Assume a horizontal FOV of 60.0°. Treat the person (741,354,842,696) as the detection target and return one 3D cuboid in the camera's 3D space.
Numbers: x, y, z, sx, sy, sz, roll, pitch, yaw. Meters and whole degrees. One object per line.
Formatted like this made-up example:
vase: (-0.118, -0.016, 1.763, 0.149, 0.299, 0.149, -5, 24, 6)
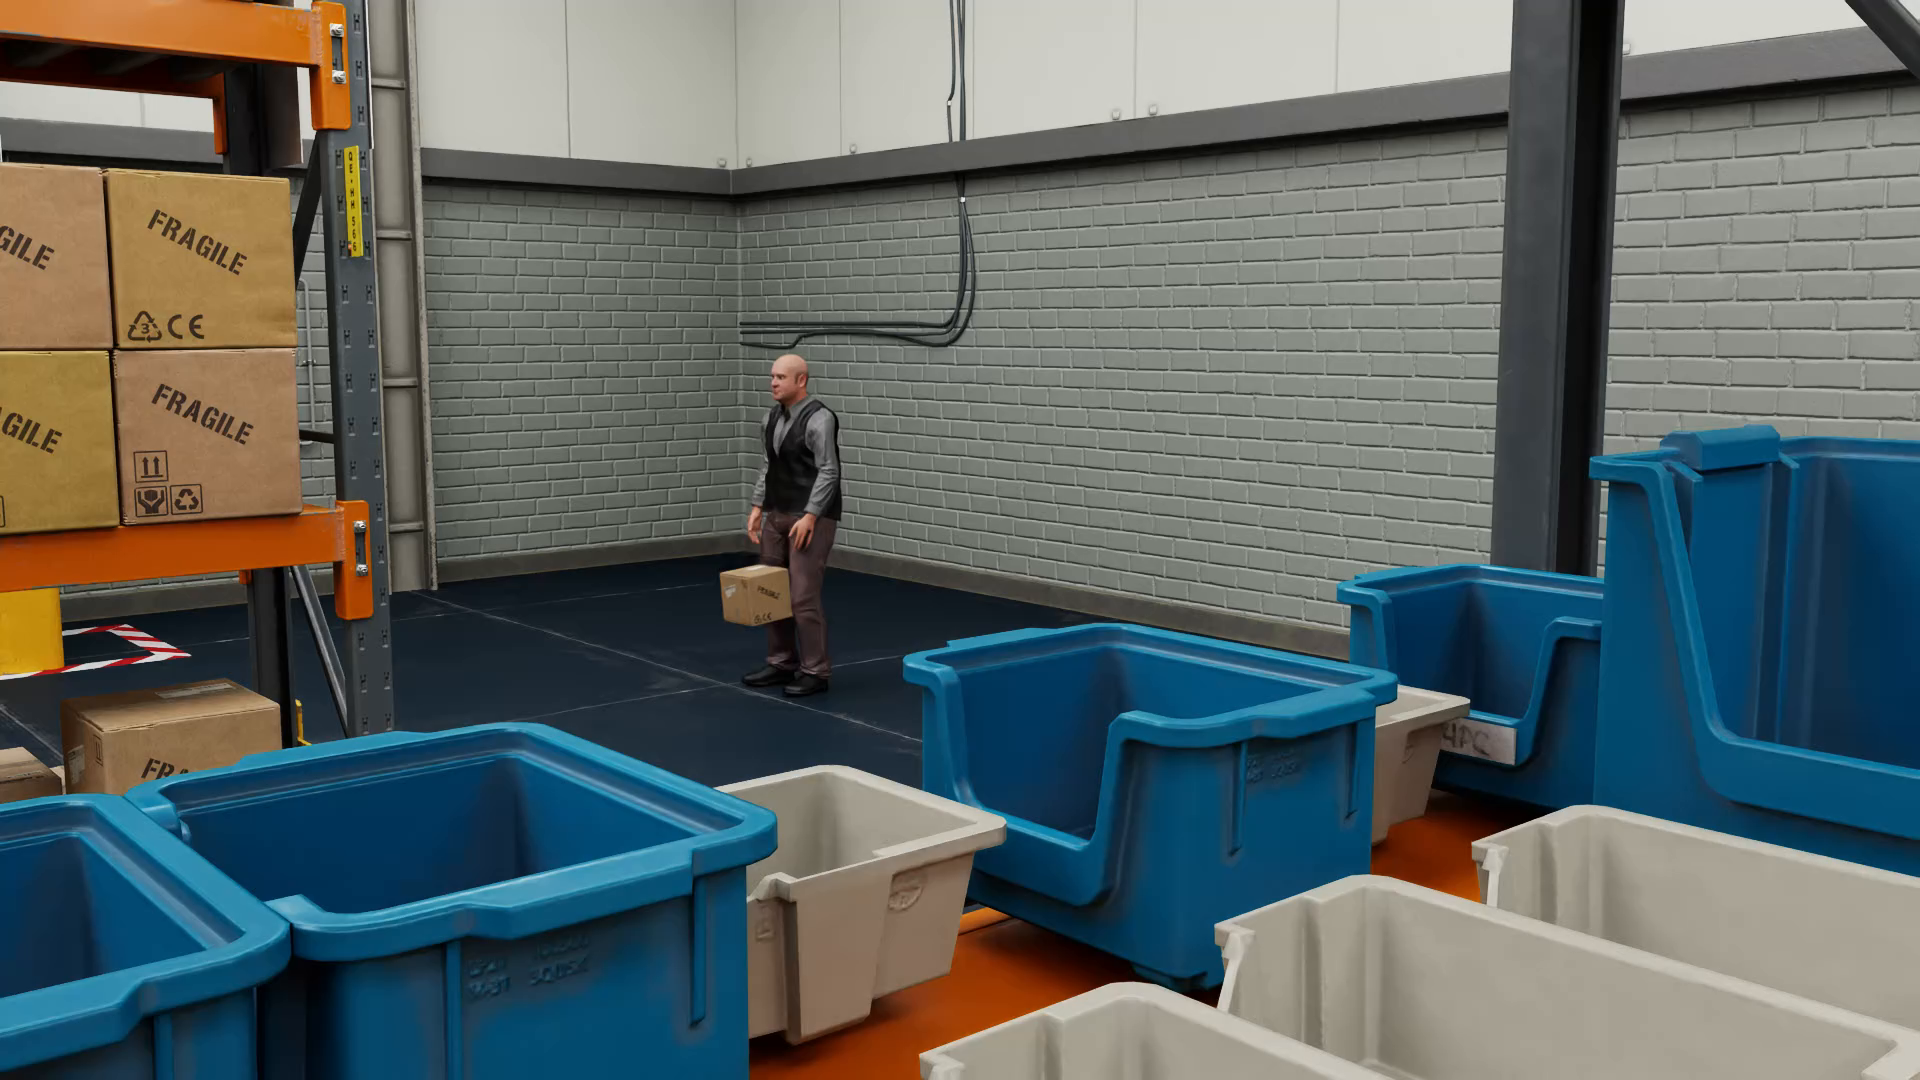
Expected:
person: (-0.830, -0.088, 8.537, 0.420, 1.725, 0.560, -7, 10, -42)
